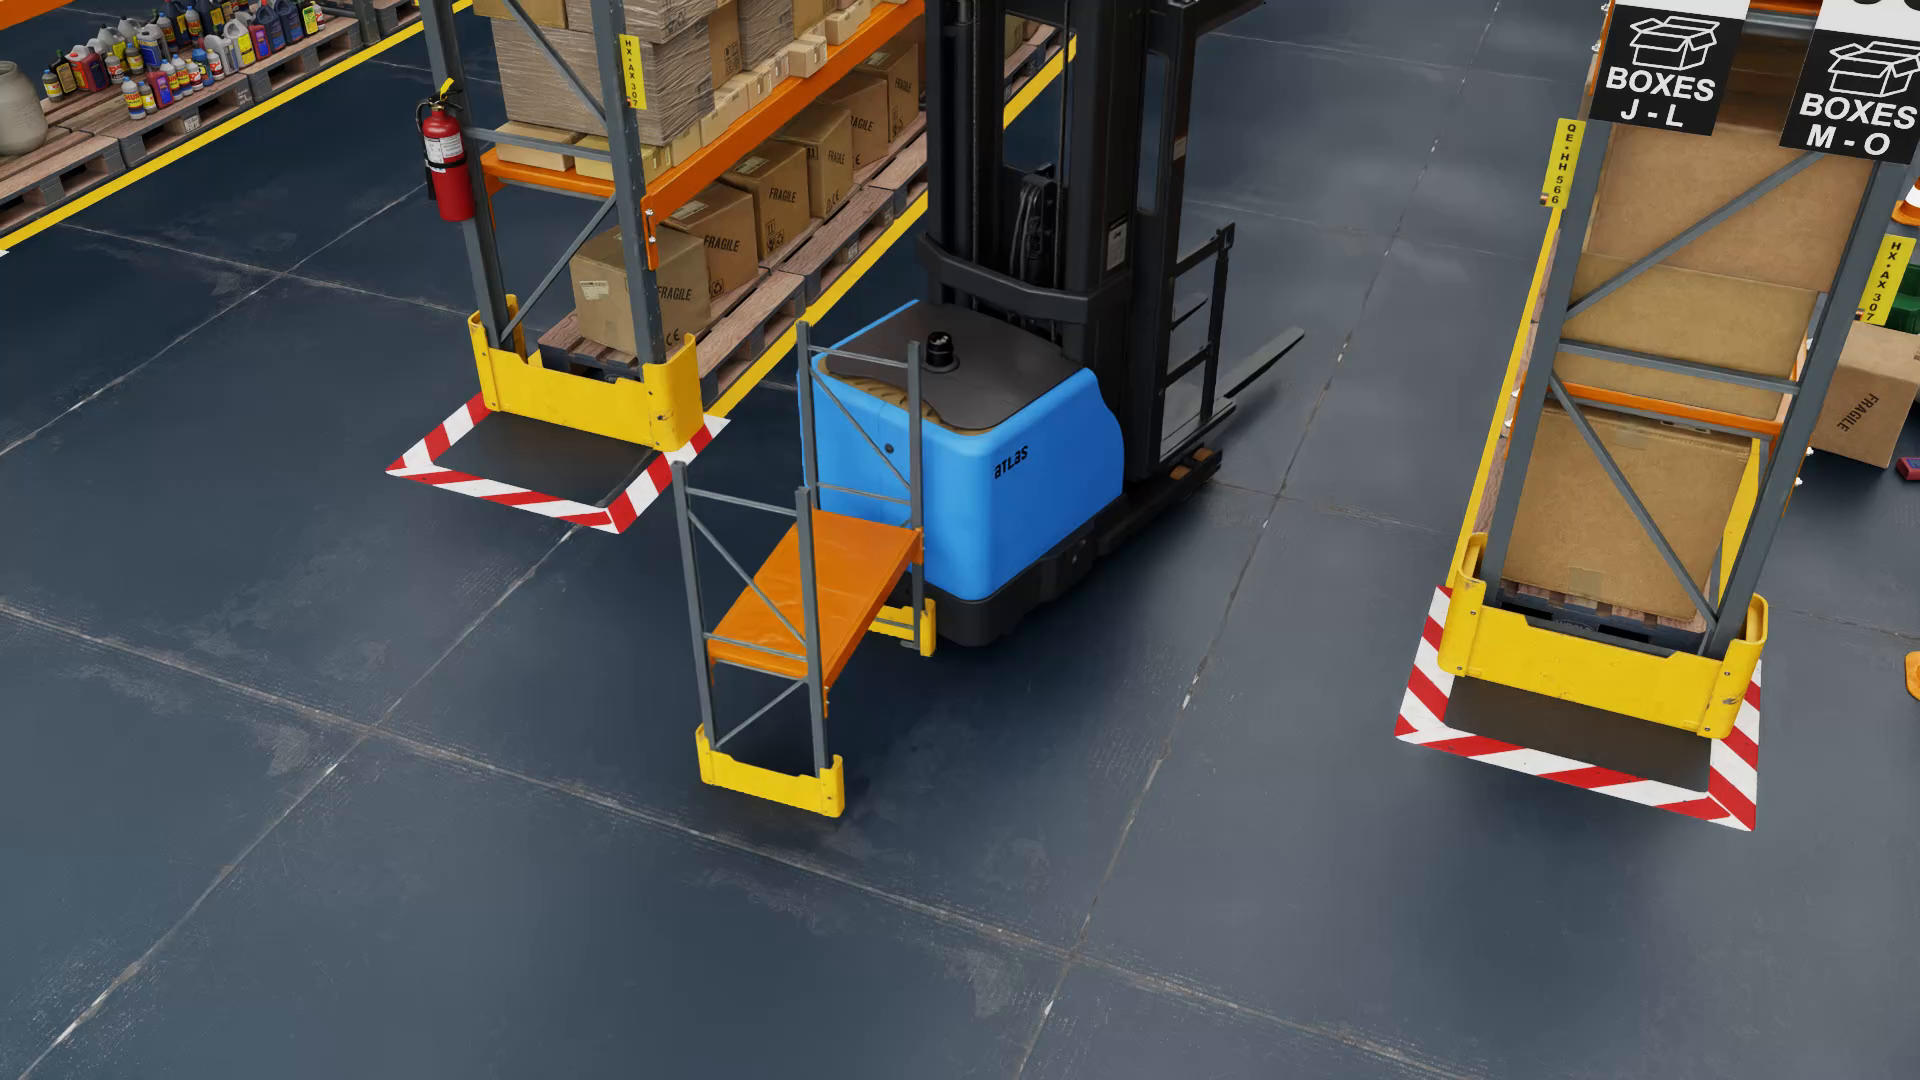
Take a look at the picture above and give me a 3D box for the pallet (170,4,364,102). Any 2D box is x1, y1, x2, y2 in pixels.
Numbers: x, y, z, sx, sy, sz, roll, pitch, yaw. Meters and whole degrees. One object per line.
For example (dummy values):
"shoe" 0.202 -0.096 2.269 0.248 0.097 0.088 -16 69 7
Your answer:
"pallet" -5.283 -3.680 12.497 1.003 0.211 1.213 14 39 18

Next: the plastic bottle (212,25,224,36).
"plastic bottle" -5.267 -3.549 11.895 0.061 0.283 0.133 14 39 18

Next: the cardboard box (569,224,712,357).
"cardboard box" -1.677 -1.325 8.755 0.500 0.500 0.500 21 42 26

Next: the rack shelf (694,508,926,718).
"rack shelf" -0.560 0.247 6.468 0.538 0.185 1.000 12 38 16

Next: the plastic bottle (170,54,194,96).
"plastic bottle" -5.364 -3.206 11.445 0.097 0.271 0.097 0 37 0

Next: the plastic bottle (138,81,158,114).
"plastic bottle" -5.493 -2.990 11.215 0.097 0.201 0.097 0 37 0

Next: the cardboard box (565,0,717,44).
"cardboard box" -1.469 -2.619 7.581 0.500 0.500 0.500 14 39 18

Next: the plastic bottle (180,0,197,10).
"plastic bottle" -5.679 -3.922 12.337 0.144 0.351 0.185 15 39 19

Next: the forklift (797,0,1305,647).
"forklift" 0.625 -1.538 7.360 1.130 2.935 3.031 26 44 31

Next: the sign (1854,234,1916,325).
"sign" 3.129 -0.879 5.632 0.100 0.325 0.005 14 39 18

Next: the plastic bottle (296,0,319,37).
"plastic bottle" -4.866 -3.906 12.372 0.061 0.283 0.133 16 40 20

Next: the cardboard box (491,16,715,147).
"cardboard box" -1.695 -2.274 7.955 0.875 0.500 0.500 14 39 18

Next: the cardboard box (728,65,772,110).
"cardboard box" -1.202 -2.368 8.623 0.380 0.149 0.250 14 39 18

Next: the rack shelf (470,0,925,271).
"rack shelf" -1.169 -2.636 9.372 1.077 0.370 4.000 14 39 18

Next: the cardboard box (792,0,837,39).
"cardboard box" -1.185 -3.119 9.086 0.875 0.500 0.500 14 39 18

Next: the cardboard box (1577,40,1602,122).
"cardboard box" 4.293 -2.477 10.086 1.050 0.750 0.750 14 39 18

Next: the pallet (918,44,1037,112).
"pallet" -0.113 -3.346 12.050 1.003 0.211 1.213 14 39 18

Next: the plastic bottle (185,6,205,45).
"plastic bottle" -5.623 -3.783 12.217 0.097 0.271 0.097 0 37 0

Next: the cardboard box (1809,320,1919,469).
"cardboard box" 4.499 -0.752 8.336 0.500 0.500 0.500 21 42 25

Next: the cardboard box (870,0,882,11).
"cardboard box" -0.682 -3.211 9.751 0.380 0.149 0.250 14 39 18

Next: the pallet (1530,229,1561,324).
"pallet" 3.779 -1.325 9.347 1.003 0.211 1.213 14 39 18

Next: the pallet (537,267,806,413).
"pallet" -1.559 -1.183 9.157 1.003 0.211 1.213 14 39 18

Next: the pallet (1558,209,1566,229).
"pallet" 4.364 -2.173 10.480 1.003 0.211 1.213 14 39 18

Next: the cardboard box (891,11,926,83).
"cardboard box" -0.155 -3.541 11.703 0.700 0.500 0.500 11 38 14

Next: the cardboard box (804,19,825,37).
"cardboard box" -0.968 -2.796 9.196 0.380 0.149 0.250 14 39 18

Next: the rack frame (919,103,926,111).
"rack frame" -0.408 -4.031 10.638 1.000 3.000 0.127 14 39 18

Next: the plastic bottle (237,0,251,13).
"plastic bottle" -5.515 -4.166 12.730 0.097 0.271 0.097 0 37 0

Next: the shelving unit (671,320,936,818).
"shelving unit" -0.557 0.097 6.367 0.587 1.500 1.083 12 38 16

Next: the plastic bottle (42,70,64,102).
"plastic bottle" -6.217 -3.117 11.384 0.097 0.201 0.097 0 37 0

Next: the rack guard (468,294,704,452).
"rack guard" -1.901 -0.857 8.479 1.175 0.500 0.348 14 39 18

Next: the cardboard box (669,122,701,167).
"cardboard box" -1.488 -1.953 8.068 0.380 0.149 0.250 14 39 18

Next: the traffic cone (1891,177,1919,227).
"traffic cone" 6.047 -2.228 10.344 0.336 0.463 0.334 14 39 18

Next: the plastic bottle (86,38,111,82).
"plastic bottle" -6.043 -3.357 11.643 0.152 0.276 0.135 13 39 16

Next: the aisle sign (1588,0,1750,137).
"aisle sign" 2.314 -1.701 5.349 0.394 0.787 0.004 14 39 18

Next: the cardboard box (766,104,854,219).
"cardboard box" -0.972 -2.305 10.066 0.500 0.500 0.500 11 38 14

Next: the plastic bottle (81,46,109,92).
"plastic bottle" -5.997 -3.259 11.506 0.061 0.283 0.133 14 39 18

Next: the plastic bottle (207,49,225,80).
"plastic bottle" -5.248 -3.347 11.692 0.097 0.201 0.097 0 37 0

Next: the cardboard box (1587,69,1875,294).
"cardboard box" 2.795 -1.320 5.983 0.875 0.550 0.550 14 39 18

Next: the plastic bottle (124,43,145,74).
"plastic bottle" -5.855 -3.416 11.785 0.097 0.201 0.097 0 37 0

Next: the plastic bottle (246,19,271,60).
"plastic bottle" -5.063 -3.619 11.988 0.061 0.283 0.133 16 40 21
